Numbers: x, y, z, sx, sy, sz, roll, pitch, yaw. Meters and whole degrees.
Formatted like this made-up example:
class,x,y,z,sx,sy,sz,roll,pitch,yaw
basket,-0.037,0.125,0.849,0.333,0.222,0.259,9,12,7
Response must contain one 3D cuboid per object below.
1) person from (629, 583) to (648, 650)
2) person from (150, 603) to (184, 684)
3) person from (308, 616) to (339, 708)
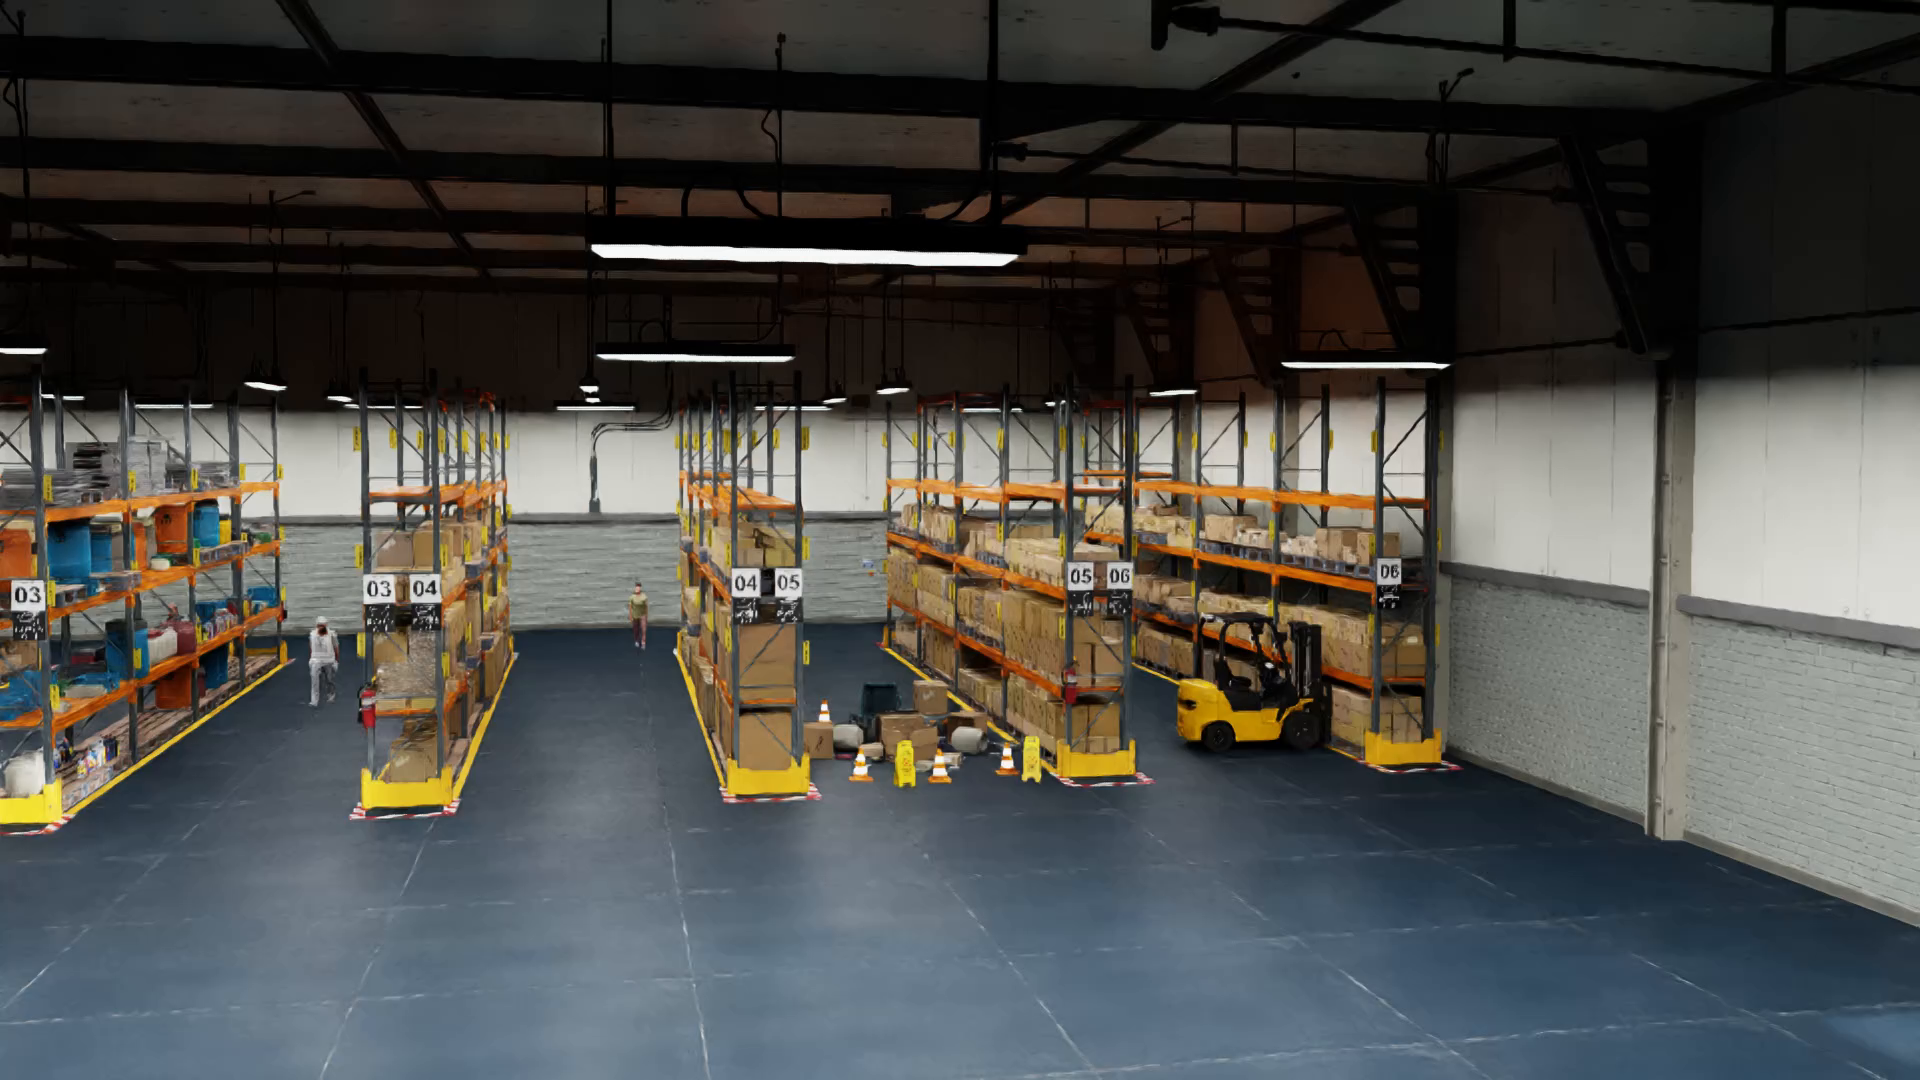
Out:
class,x,y,z,sx,sy,sz,roll,pitch,yaw
person,-7.731,1.814,39.946,0.448,1.590,1.109,-1,3,-9
person,-16.117,2.131,34.131,0.578,1.684,0.917,1,4,19
person,-12.005,2.269,31.354,0.563,1.707,1.127,-1,4,-14
